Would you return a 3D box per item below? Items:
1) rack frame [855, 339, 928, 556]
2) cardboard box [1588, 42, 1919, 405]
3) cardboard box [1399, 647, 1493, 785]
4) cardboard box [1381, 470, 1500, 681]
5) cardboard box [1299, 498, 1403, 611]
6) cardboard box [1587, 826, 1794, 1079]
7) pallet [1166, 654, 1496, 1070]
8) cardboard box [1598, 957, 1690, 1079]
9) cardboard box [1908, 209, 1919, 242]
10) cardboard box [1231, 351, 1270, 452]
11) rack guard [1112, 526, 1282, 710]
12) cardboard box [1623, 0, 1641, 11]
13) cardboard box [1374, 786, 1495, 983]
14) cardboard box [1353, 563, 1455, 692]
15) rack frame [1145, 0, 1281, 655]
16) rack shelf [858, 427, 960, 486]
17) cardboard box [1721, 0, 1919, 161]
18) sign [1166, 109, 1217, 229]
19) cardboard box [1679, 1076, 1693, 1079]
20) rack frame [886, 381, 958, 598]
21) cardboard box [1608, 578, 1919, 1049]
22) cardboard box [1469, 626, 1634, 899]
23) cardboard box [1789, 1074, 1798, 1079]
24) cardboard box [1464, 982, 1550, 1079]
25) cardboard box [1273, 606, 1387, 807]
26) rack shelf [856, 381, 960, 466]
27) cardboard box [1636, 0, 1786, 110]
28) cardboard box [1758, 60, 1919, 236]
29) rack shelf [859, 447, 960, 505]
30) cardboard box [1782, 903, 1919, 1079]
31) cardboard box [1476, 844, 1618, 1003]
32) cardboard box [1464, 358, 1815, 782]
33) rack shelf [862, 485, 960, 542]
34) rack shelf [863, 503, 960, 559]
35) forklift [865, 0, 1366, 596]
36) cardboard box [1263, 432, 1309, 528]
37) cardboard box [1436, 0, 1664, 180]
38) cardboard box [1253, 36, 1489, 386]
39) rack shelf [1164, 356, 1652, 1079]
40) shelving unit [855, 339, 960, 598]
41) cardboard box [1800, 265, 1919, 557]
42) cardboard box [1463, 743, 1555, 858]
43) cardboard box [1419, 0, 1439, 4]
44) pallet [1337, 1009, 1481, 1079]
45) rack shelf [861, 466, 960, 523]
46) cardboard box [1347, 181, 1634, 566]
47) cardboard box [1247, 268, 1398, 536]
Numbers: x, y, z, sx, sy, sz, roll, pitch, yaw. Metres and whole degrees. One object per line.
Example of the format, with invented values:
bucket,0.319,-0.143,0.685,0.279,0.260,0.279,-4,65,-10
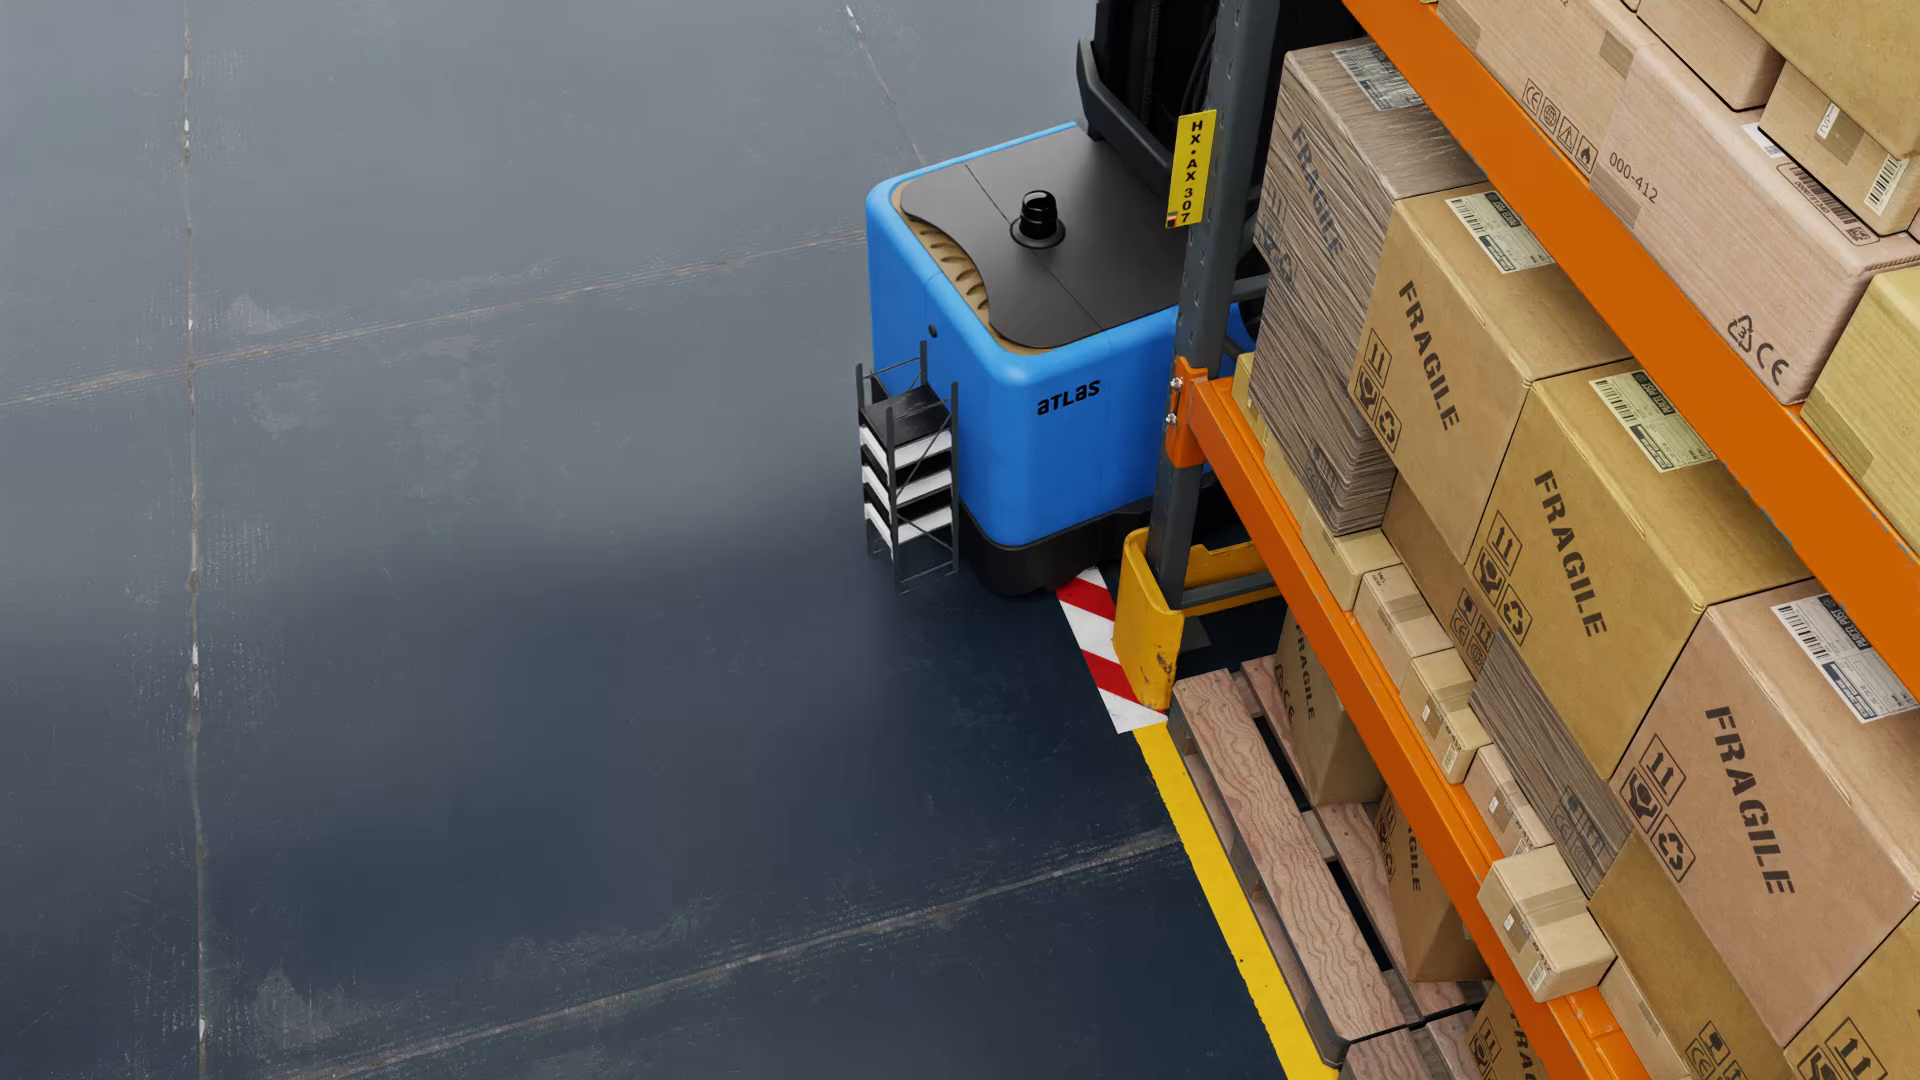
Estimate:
rack frame,-0.209,-0.279,5.397,0.240,0.900,0.006,-22,53,-18
cardboard box,1.268,-0.495,2.342,0.500,0.250,0.500,-13,51,-11
cardboard box,1.204,0.353,3.655,0.380,0.149,0.250,-13,51,-11
cardboard box,1.470,-0.107,3.618,0.875,0.500,0.500,-13,51,-11
cardboard box,1.043,-0.009,3.960,0.380,0.149,0.250,-13,51,-11
cardboard box,1.713,0.636,2.992,0.875,0.500,0.500,-13,51,-11
pallet,1.300,0.831,4.912,1.003,0.211,1.213,-13,51,-11
cardboard box,1.479,0.888,3.204,0.380,0.149,0.250,-13,51,-11
cardboard box,1.402,-0.389,1.992,0.380,0.149,0.250,-14,51,-11
cardboard box,0.928,-0.382,4.274,0.380,0.149,0.250,-13,51,-11
rack guard,1.093,0.136,5.308,1.175,0.500,0.348,-13,51,-11
cardboard box,1.121,-0.936,2.452,0.380,0.149,0.250,-11,51,-10
cardboard box,1.449,0.834,4.445,0.500,0.500,0.500,-2,50,-1
cardboard box,1.136,0.169,3.810,0.380,0.149,0.250,-13,51,-11
rack frame,1.071,-0.725,4.399,1.000,3.000,0.127,-13,51,-11
rack shelf,-0.161,-0.305,5.227,0.258,0.077,0.200,-22,53,-18
cardboard box,1.252,-0.836,1.944,0.500,0.500,0.500,-14,51,-11
sign,0.553,-0.881,3.965,0.100,0.325,0.005,-13,51,-11
cardboard box,1.480,1.088,3.035,0.380,0.149,0.250,-13,51,-11
rack frame,-0.113,-0.142,5.281,0.240,0.900,0.006,-22,53,-18
cardboard box,1.417,0.384,2.551,0.500,0.500,0.500,-13,51,-11
cardboard box,1.576,0.268,3.302,0.875,0.500,0.500,-13,51,-11
cardboard box,1.822,1.010,2.676,0.875,0.500,0.500,-13,51,-11
cardboard box,1.616,1.296,4.056,0.500,0.500,0.500,-9,50,-8
cardboard box,1.240,0.405,4.807,0.500,0.500,0.500,-5,50,-4
rack shelf,-0.161,-0.363,5.158,0.258,0.077,0.200,-22,53,-18
cardboard box,1.189,-0.757,2.302,0.380,0.149,0.250,-13,51,-11
cardboard box,1.284,-0.561,2.136,0.380,0.149,0.250,-15,52,-13
rack shelf,-0.161,-0.247,5.295,0.258,0.077,0.200,-22,53,-18
cardboard box,1.562,0.749,2.242,0.500,0.500,0.500,-13,51,-11
cardboard box,1.278,0.736,3.332,0.380,0.149,0.250,-13,51,-11
cardboard box,1.264,0.020,2.858,0.500,0.500,0.500,-13,51,-11
rack shelf,-0.161,-0.131,5.433,0.258,0.077,0.200,-22,53,-18
rack shelf,-0.161,-0.073,5.502,0.258,0.077,0.200,-22,53,-18
forklift,1.233,-1.567,5.154,3.031,2.935,1.130,-21,53,-17
cardboard box,0.983,-0.195,4.117,0.380,0.149,0.250,-13,51,-11
cardboard box,1.125,-0.858,2.647,0.500,0.250,0.500,-14,51,-12
cardboard box,0.973,-0.712,3.474,0.500,0.500,0.500,-13,51,-11
rack shelf,1.662,0.968,3.443,1.077,0.370,4.000,-13,51,-11
shelving unit,-0.161,-0.210,5.339,0.258,0.900,0.210,-22,53,-18
cardboard box,1.426,-0.116,2.022,0.500,0.250,0.500,-12,51,-10
cardboard box,1.304,0.530,3.506,0.380,0.149,0.250,-13,51,-11
cardboard box,0.967,-1.233,2.964,0.500,0.250,0.500,-12,51,-10
pallet,1.657,1.720,4.162,1.003,0.211,1.213,-13,51,-11
rack shelf,-0.161,-0.189,5.364,0.258,0.077,0.200,-22,53,-18
cardboard box,1.114,-0.345,3.165,0.500,0.500,0.500,-13,51,-11
cardboard box,1.207,-0.445,3.903,0.875,0.500,0.500,-13,51,-11
